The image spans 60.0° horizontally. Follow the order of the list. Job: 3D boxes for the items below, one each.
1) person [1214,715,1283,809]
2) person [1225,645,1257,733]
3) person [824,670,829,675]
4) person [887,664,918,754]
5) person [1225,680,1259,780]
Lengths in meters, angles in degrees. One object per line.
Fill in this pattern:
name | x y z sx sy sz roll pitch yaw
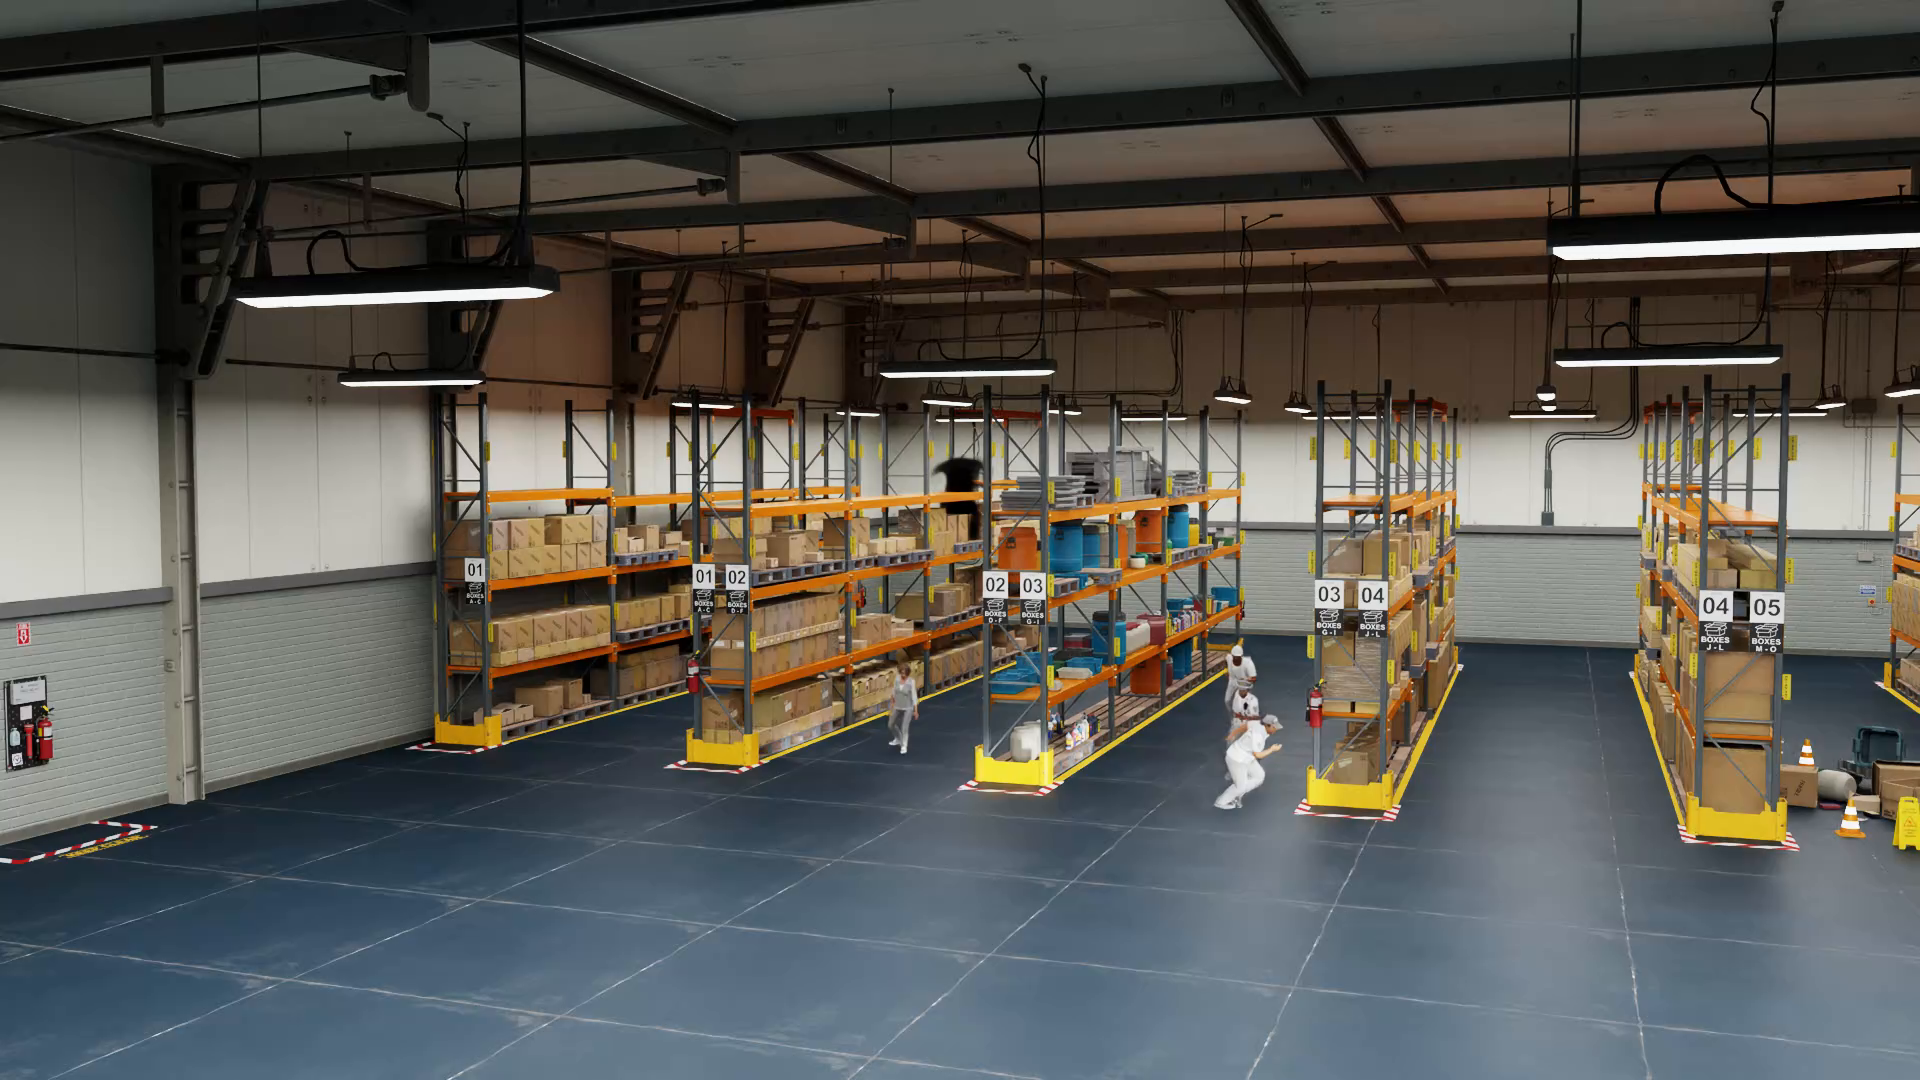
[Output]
person | 4.001 3.081 23.067 0.975 1.369 0.594 1 3 22
person | 5.005 2.612 29.596 0.677 1.563 1.097 1 3 25
person | -3.048 2.266 37.004 0.688 1.572 0.864 0 3 -2
person | -0.936 2.781 27.474 0.677 1.504 0.601 1 3 22
person | 4.359 2.868 25.297 0.525 1.534 0.983 2 4 32
